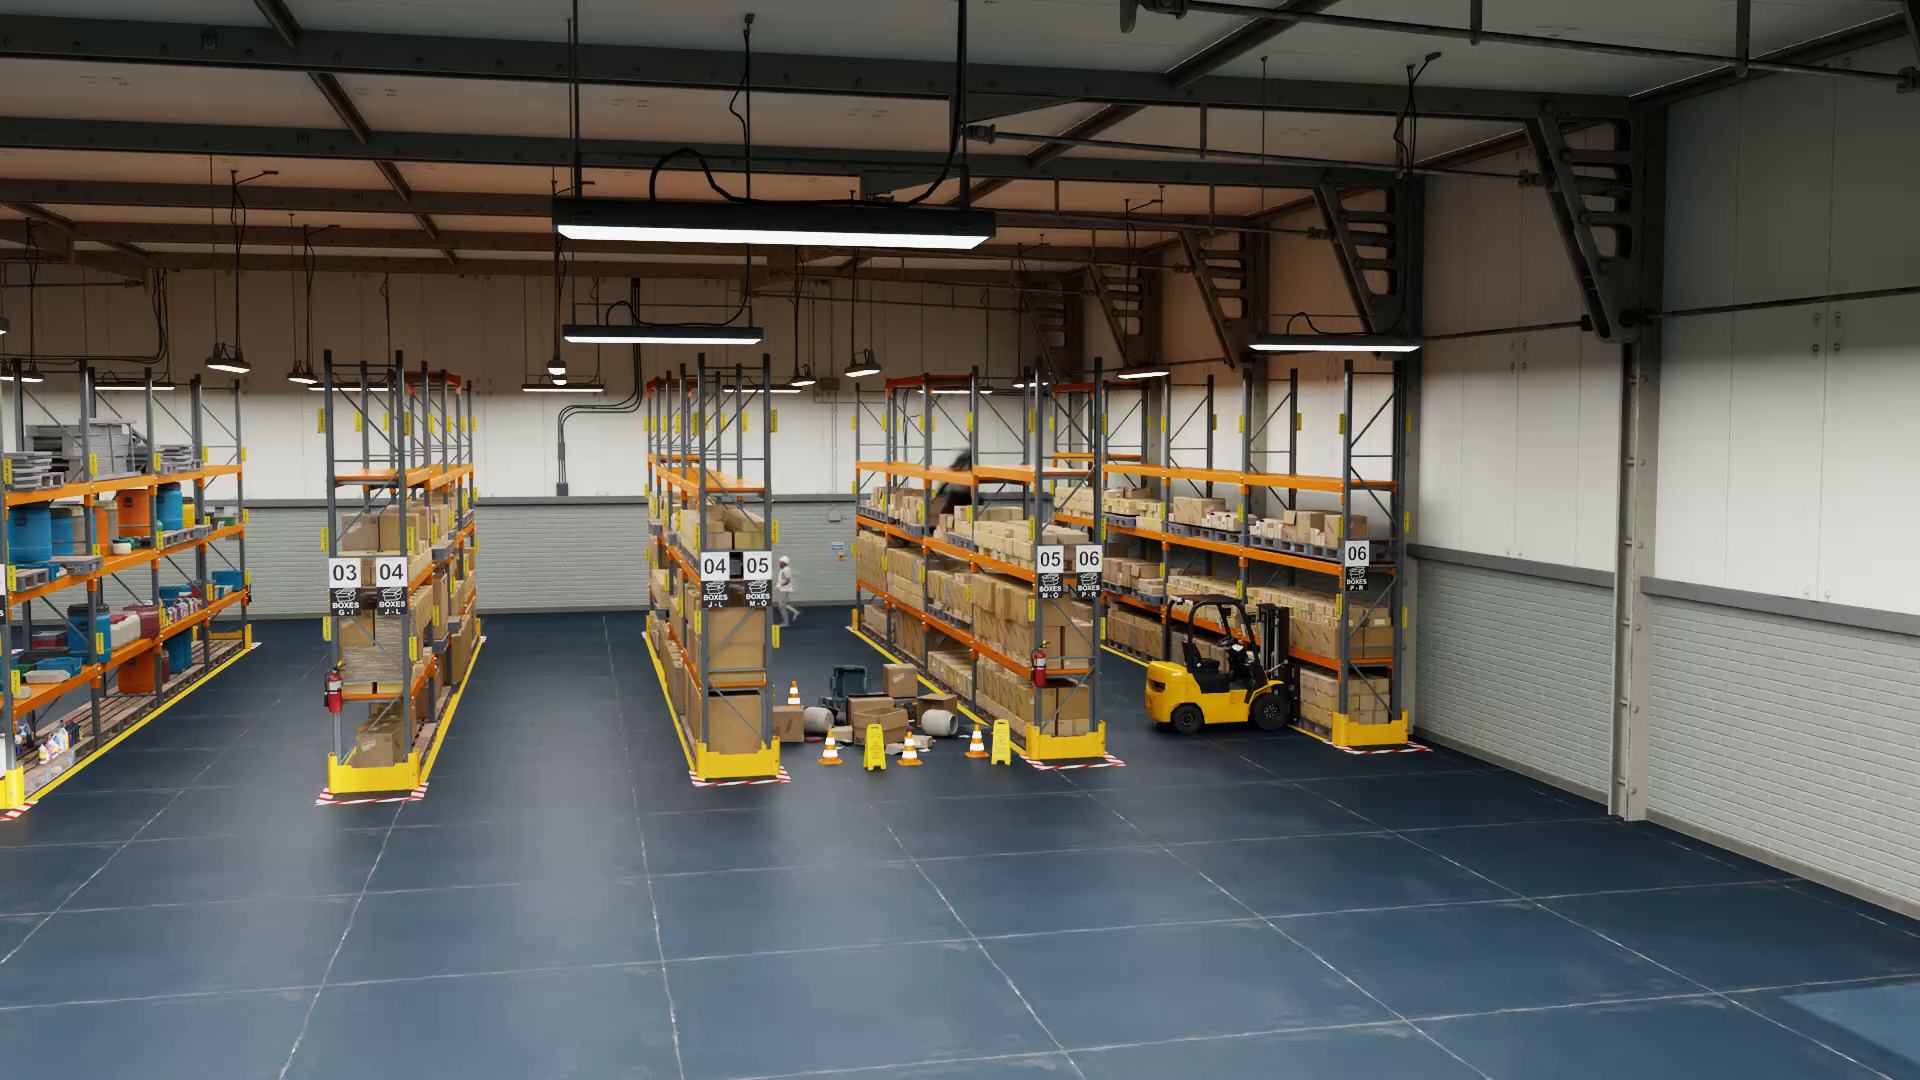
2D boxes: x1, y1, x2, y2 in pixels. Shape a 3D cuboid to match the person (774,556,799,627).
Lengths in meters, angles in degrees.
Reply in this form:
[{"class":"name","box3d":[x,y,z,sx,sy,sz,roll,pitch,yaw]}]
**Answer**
[{"class":"person","box3d":[-4.290,1.277,41.124,0.644,1.750,0.673,-1,4,-8]}]
